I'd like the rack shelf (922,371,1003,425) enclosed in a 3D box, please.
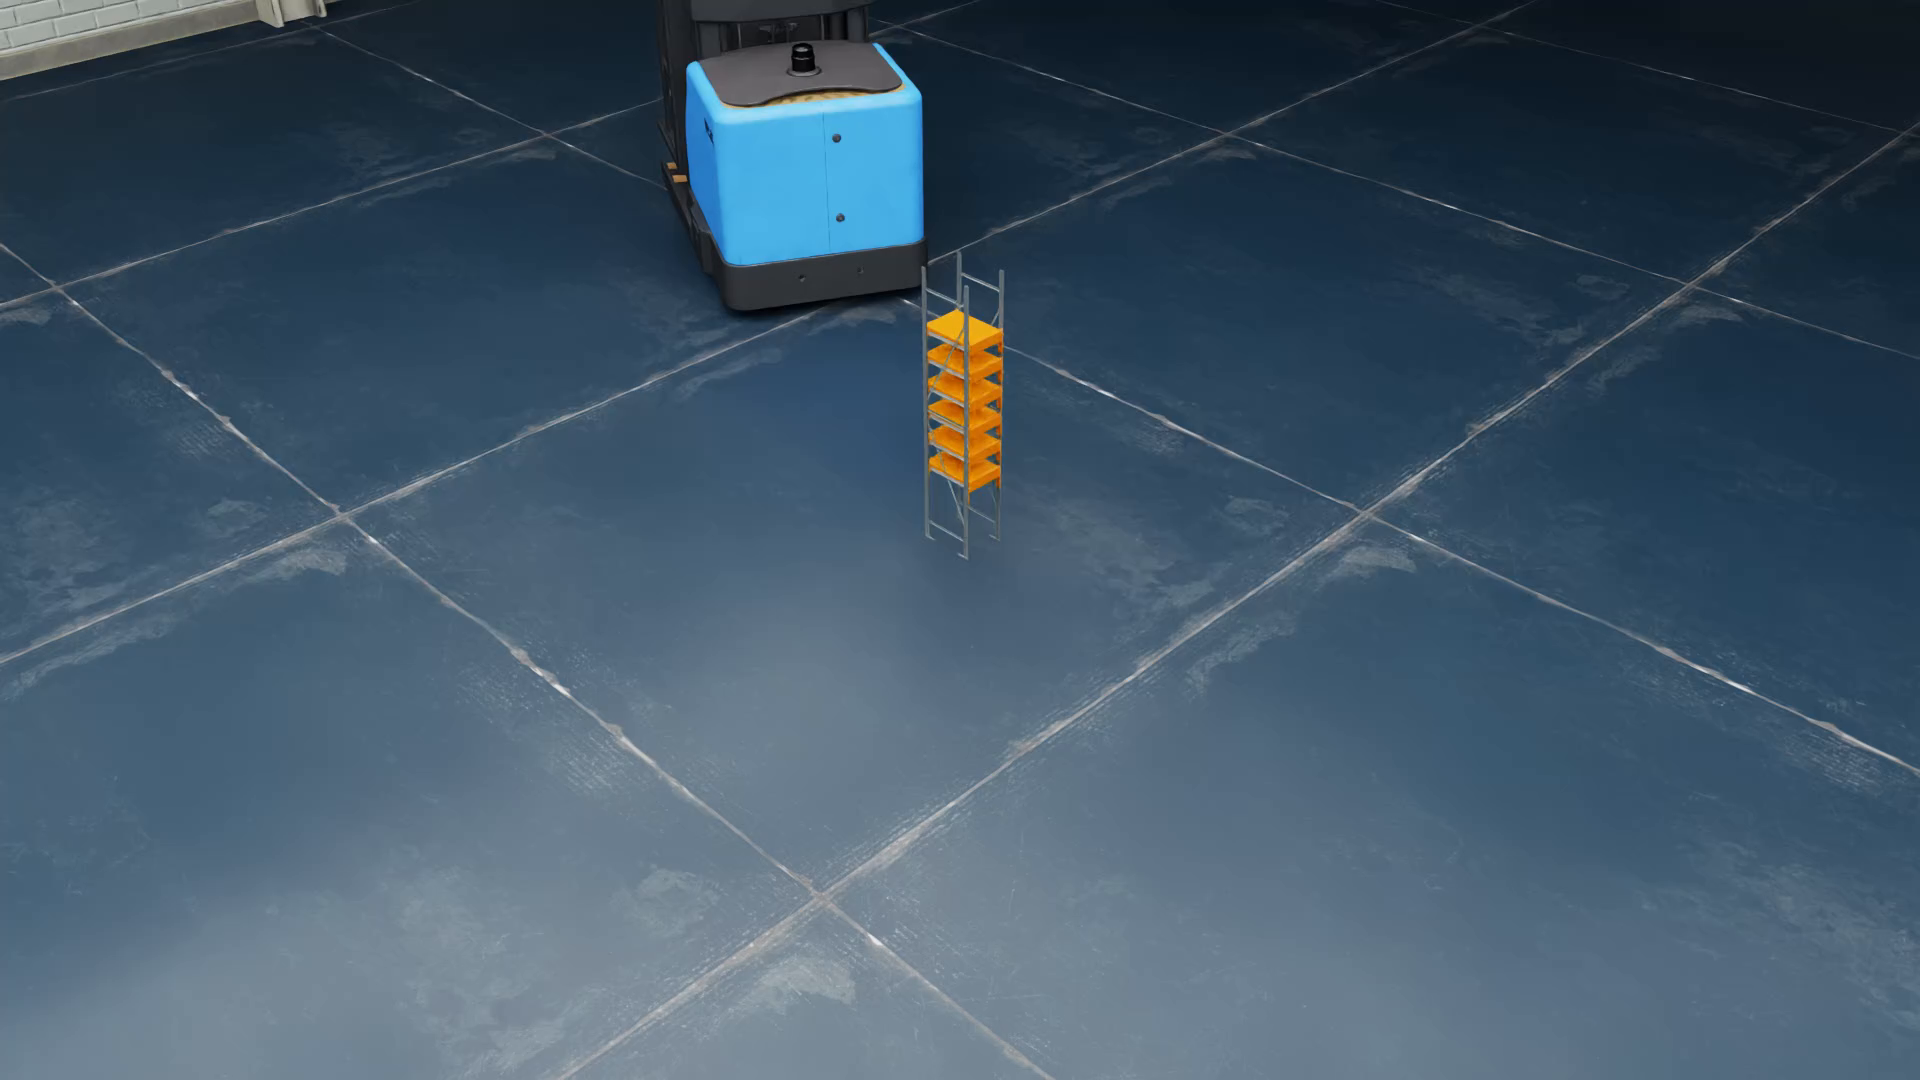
[{"bbox_3d":[0.010,-0.560,6.372,0.258,0.103,0.180,30,45,35],"label":"rack shelf"}]

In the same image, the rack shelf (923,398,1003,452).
[{"bbox_3d":[0.010,-0.462,6.441,0.258,0.103,0.180,30,45,35],"label":"rack shelf"}]

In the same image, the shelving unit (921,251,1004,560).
[{"bbox_3d":[0.010,-0.498,6.415,0.258,1.200,0.189,30,45,35],"label":"shelving unit"}]

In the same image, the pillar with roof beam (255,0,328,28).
[{"bbox_3d":[-1.876,-5.821,7.230,9.100,9.000,0.400,30,45,35],"label":"pillar with roof beam"}]

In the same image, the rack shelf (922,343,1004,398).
[{"bbox_3d":[0.010,-0.658,6.303,0.258,0.103,0.180,30,45,35],"label":"rack shelf"}]

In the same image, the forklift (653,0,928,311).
[{"bbox_3d":[-1.096,-3.182,8.750,1.130,2.935,3.031,-10,36,-14],"label":"forklift"}]

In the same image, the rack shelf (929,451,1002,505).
[{"bbox_3d":[0.010,-0.265,6.578,0.258,0.103,0.180,30,45,35],"label":"rack shelf"}]

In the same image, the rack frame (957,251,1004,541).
[{"bbox_3d":[0.075,-0.535,6.468,0.240,1.200,0.006,30,45,35],"label":"rack frame"}]

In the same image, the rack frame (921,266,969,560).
[{"bbox_3d":[-0.054,-0.461,6.362,0.240,1.200,0.006,30,45,35],"label":"rack frame"}]

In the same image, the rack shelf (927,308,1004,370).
[{"bbox_3d":[0.010,-0.757,6.235,0.258,0.103,0.180,30,45,35],"label":"rack shelf"}]

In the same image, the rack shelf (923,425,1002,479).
[{"bbox_3d":[0.010,-0.363,6.509,0.258,0.103,0.180,30,45,35],"label":"rack shelf"}]
